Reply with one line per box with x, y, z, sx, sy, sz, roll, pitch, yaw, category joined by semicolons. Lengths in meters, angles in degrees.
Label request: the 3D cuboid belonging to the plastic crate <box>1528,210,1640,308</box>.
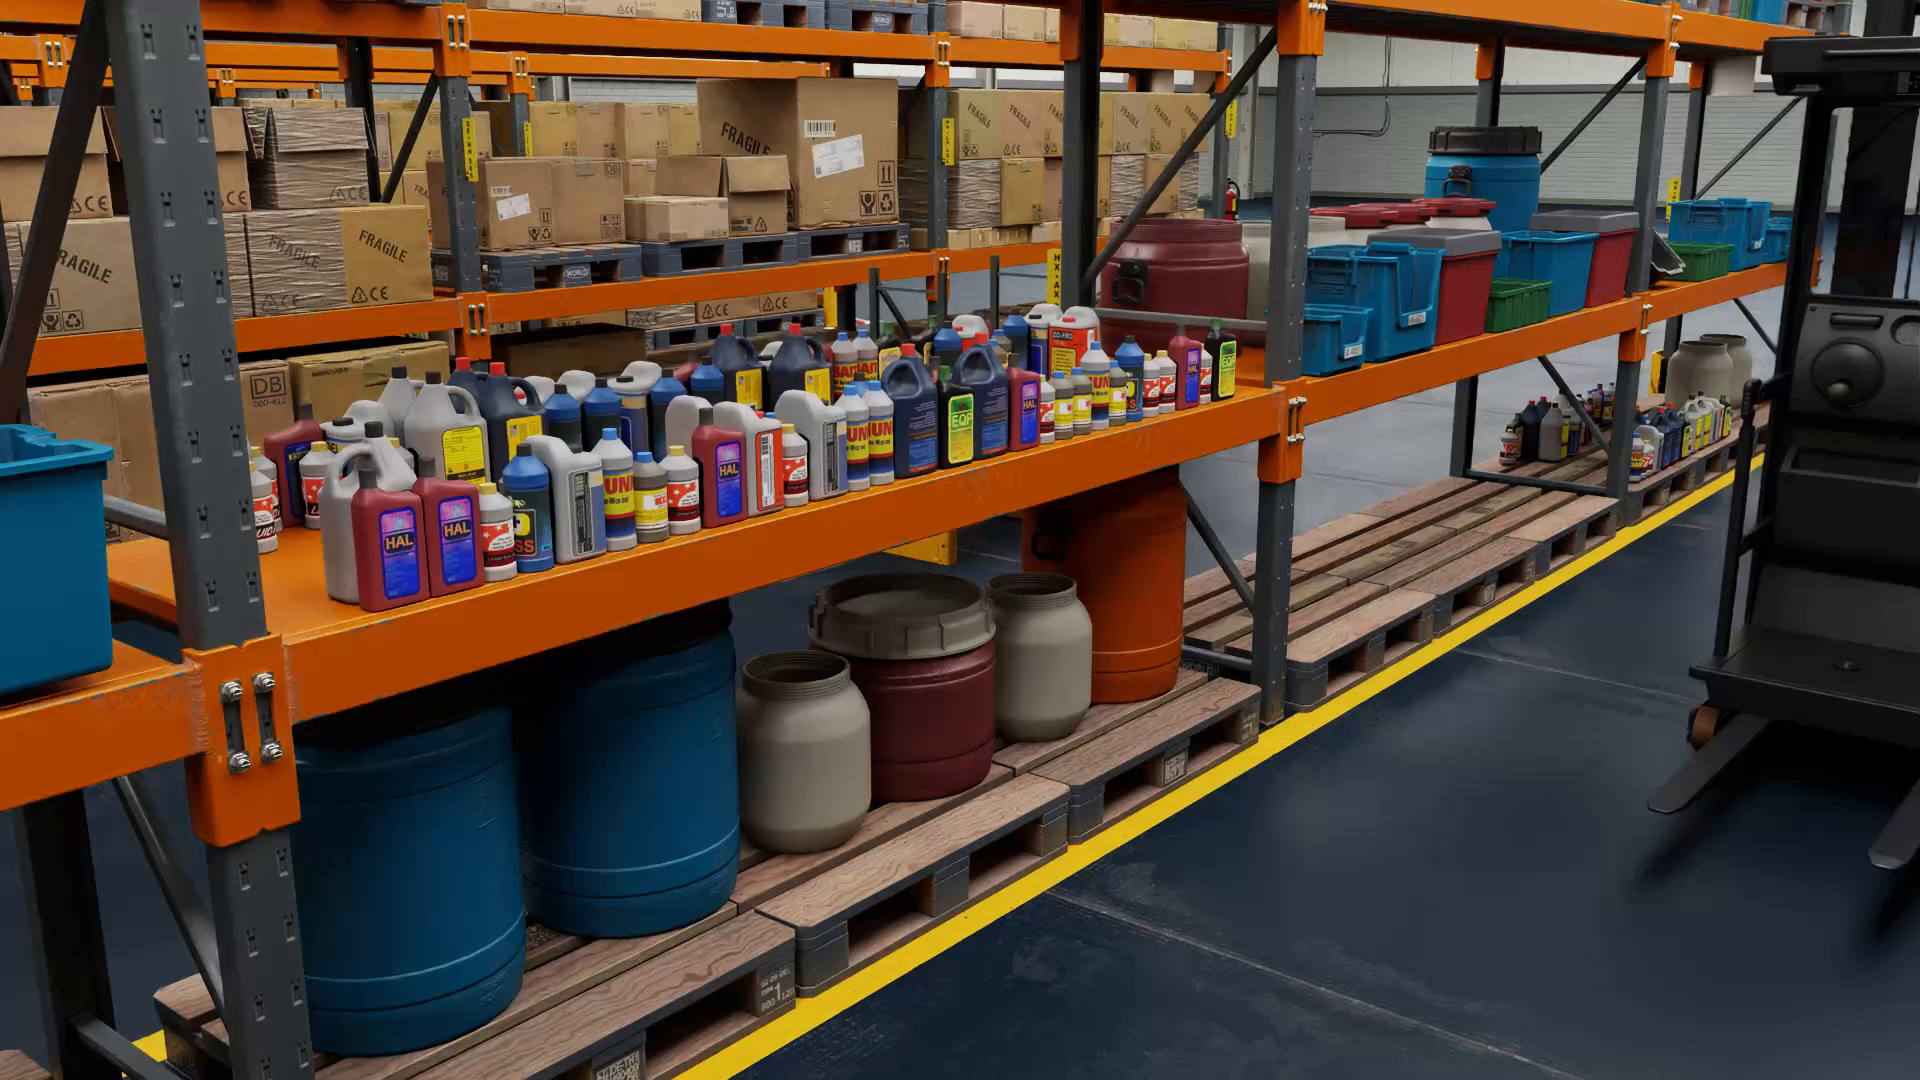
3.267;-1.484;8.741;0.402;0.464;0.583;11;18;38;plastic crate

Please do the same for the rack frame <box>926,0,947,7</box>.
-0.519;-5.267;11.579;1.000;3.000;0.127;11;18;38;rack frame

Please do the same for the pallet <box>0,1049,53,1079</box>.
-2.127;1.438;3.035;1.003;0.211;1.213;11;18;38;pallet

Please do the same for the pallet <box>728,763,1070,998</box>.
-0.411;0.915;5.093;1.003;0.211;1.213;11;18;38;pallet

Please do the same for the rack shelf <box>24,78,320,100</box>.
-10.833;-6.148;22.602;1.077;0.370;4.000;11;18;38;rack shelf

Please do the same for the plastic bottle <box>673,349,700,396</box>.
-0.812;-0.418;4.912;0.061;0.283;0.133;11;18;38;plastic bottle

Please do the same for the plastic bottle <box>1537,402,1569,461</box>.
3.626;-0.668;10.146;0.144;0.351;0.185;11;18;38;plastic bottle

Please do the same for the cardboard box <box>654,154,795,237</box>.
-1.537;-2.267;10.890;0.797;0.503;0.637;14;20;43;cardboard box

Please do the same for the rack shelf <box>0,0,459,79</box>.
-4.290;-2.315;7.514;1.077;0.370;4.000;11;18;38;rack shelf

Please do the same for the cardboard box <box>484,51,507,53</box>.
-5.825;-6.044;20.433;0.500;0.250;0.500;11;18;37;cardboard box

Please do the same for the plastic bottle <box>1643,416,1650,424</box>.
4.160;-0.620;10.121;0.097;0.271;0.097;0;14;0;plastic bottle

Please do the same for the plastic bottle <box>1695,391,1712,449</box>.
4.666;-0.766;10.531;0.144;0.351;0.185;12;19;40;plastic bottle

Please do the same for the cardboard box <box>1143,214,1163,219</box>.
1.532;-2.768;14.437;0.380;0.149;0.250;11;18;38;cardboard box

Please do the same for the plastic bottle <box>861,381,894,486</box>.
-0.225;-0.286;4.419;0.097;0.271;0.097;0;14;0;plastic bottle

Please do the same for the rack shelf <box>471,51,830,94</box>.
-3.057;-4.634;16.642;1.077;0.370;4.000;11;18;38;rack shelf

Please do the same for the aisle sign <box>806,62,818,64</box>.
-1.522;-5.139;17.981;0.394;0.787;0.004;11;18;38;aisle sign

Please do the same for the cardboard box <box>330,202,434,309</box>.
-3.151;-1.509;8.767;0.500;0.500;0.500;12;19;39;cardboard box

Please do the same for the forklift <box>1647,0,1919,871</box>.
3.304;-0.628;5.643;1.130;2.935;3.031;12;18;38;forklift

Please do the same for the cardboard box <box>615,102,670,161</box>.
-3.353;-4.013;16.330;0.875;0.550;0.550;11;18;38;cardboard box

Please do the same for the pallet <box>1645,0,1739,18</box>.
3.711;-3.108;9.558;1.213;0.211;1.003;11;18;38;pallet

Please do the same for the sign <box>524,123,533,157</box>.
-3.885;-3.587;14.959;0.100;0.325;0.005;11;18;38;sign

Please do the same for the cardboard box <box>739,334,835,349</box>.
-1.236;-1.158;11.774;0.700;0.500;0.500;11;18;37;cardboard box

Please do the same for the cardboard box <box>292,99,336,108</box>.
-7.444;-4.715;18.754;0.700;0.500;0.500;11;18;38;cardboard box

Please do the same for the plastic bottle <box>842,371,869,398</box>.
-0.275;-0.327;4.581;0.097;0.271;0.097;0;14;0;plastic bottle

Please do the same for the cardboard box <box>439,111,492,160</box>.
-4.621;-3.583;14.902;0.700;0.500;0.500;11;18;37;cardboard box

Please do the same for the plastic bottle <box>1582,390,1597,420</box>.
4.187;-0.866;11.087;0.097;0.271;0.097;0;14;0;plastic bottle

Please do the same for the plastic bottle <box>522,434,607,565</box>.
-0.878;-0.100;3.678;0.152;0.276;0.135;11;18;38;plastic bottle

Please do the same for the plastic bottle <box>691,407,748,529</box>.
-0.574;-0.178;3.970;0.061;0.283;0.133;11;18;38;plastic bottle

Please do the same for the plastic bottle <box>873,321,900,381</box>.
-0.260;-0.586;5.574;0.061;0.283;0.133;11;18;38;plastic bottle

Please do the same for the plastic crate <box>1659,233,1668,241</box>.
5.034;-2.109;11.870;0.298;0.136;0.250;11;18;38;plastic crate

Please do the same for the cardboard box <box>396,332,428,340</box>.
-5.243;-1.942;14.393;1.050;0.750;0.750;11;18;38;cardboard box

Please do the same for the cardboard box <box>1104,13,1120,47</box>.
0.937;-4.085;13.322;0.500;0.250;0.500;11;18;37;cardboard box

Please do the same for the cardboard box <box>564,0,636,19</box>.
-2.217;-3.123;9.537;0.500;0.250;0.500;12;18;39;cardboard box

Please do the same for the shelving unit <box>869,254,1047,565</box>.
0.048;-0.742;8.996;0.587;1.500;1.083;11;18;38;shelving unit

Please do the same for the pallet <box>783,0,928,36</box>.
-0.990;-3.620;11.571;1.213;0.211;1.003;11;18;38;pallet

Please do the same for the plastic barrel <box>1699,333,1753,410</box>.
5.493;-1.219;12.028;0.421;0.512;0.421;0;14;0;plastic barrel

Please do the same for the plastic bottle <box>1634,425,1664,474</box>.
4.056;-0.545;9.815;0.152;0.276;0.135;12;19;40;plastic bottle

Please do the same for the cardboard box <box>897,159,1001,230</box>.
-0.188;-2.628;12.570;0.875;0.500;0.500;11;18;38;cardboard box

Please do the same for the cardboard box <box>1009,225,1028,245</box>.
0.302;-2.379;12.908;0.380;0.149;0.250;11;18;38;cardboard box

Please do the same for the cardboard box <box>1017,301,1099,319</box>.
0.832;-1.764;14.197;0.500;0.500;0.500;14;20;43;cardboard box

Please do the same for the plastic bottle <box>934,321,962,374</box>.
-0.042;-0.616;5.715;0.097;0.271;0.097;0;14;0;plastic bottle

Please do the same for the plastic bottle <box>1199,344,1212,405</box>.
0.810;-0.568;5.669;0.097;0.201;0.097;0;14;0;plastic bottle

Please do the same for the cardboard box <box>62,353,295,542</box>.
-4.049;-0.469;8.337;1.225;0.875;0.875;11;18;38;cardboard box

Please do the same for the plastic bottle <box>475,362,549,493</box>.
-1.143;-0.277;4.220;0.144;0.351;0.185;11;18;38;plastic bottle

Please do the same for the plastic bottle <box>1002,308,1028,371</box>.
0.202;-0.714;6.101;0.097;0.271;0.097;0;14;0;plastic bottle

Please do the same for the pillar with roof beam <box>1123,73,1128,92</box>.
7.718;-12.270;39.146;9.100;9.000;0.400;11;18;38;pillar with roof beam

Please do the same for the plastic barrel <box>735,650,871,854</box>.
-0.470;0.610;4.829;0.421;0.512;0.421;0;14;0;plastic barrel

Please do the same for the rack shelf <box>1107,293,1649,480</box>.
2.076;-0.861;7.881;1.077;0.370;4.000;11;18;38;rack shelf

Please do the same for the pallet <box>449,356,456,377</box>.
-4.740;-1.635;15.131;1.003;0.211;1.213;11;18;38;pallet

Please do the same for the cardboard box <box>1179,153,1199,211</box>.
1.628;-3.217;14.886;0.875;0.500;0.500;11;18;38;cardboard box

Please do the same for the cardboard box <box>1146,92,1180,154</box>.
1.532;-3.562;14.216;0.500;0.500;0.500;11;18;38;cardboard box

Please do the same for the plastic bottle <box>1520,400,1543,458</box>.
3.514;-0.690;10.234;0.144;0.351;0.185;11;18;36;plastic bottle

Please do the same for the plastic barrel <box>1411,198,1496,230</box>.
2.561;-1.509;8.696;0.433;0.535;0.433;0;14;0;plastic barrel

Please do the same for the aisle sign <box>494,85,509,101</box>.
-5.915;-5.979;21.285;0.394;0.787;0.004;11;18;38;aisle sign

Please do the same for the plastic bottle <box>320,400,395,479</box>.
-1.469;-0.196;4.054;0.152;0.276;0.135;11;18;38;plastic bottle

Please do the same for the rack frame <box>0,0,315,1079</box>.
-1.697;-0.061;3.272;0.949;2.616;0.053;11;18;38;rack frame
